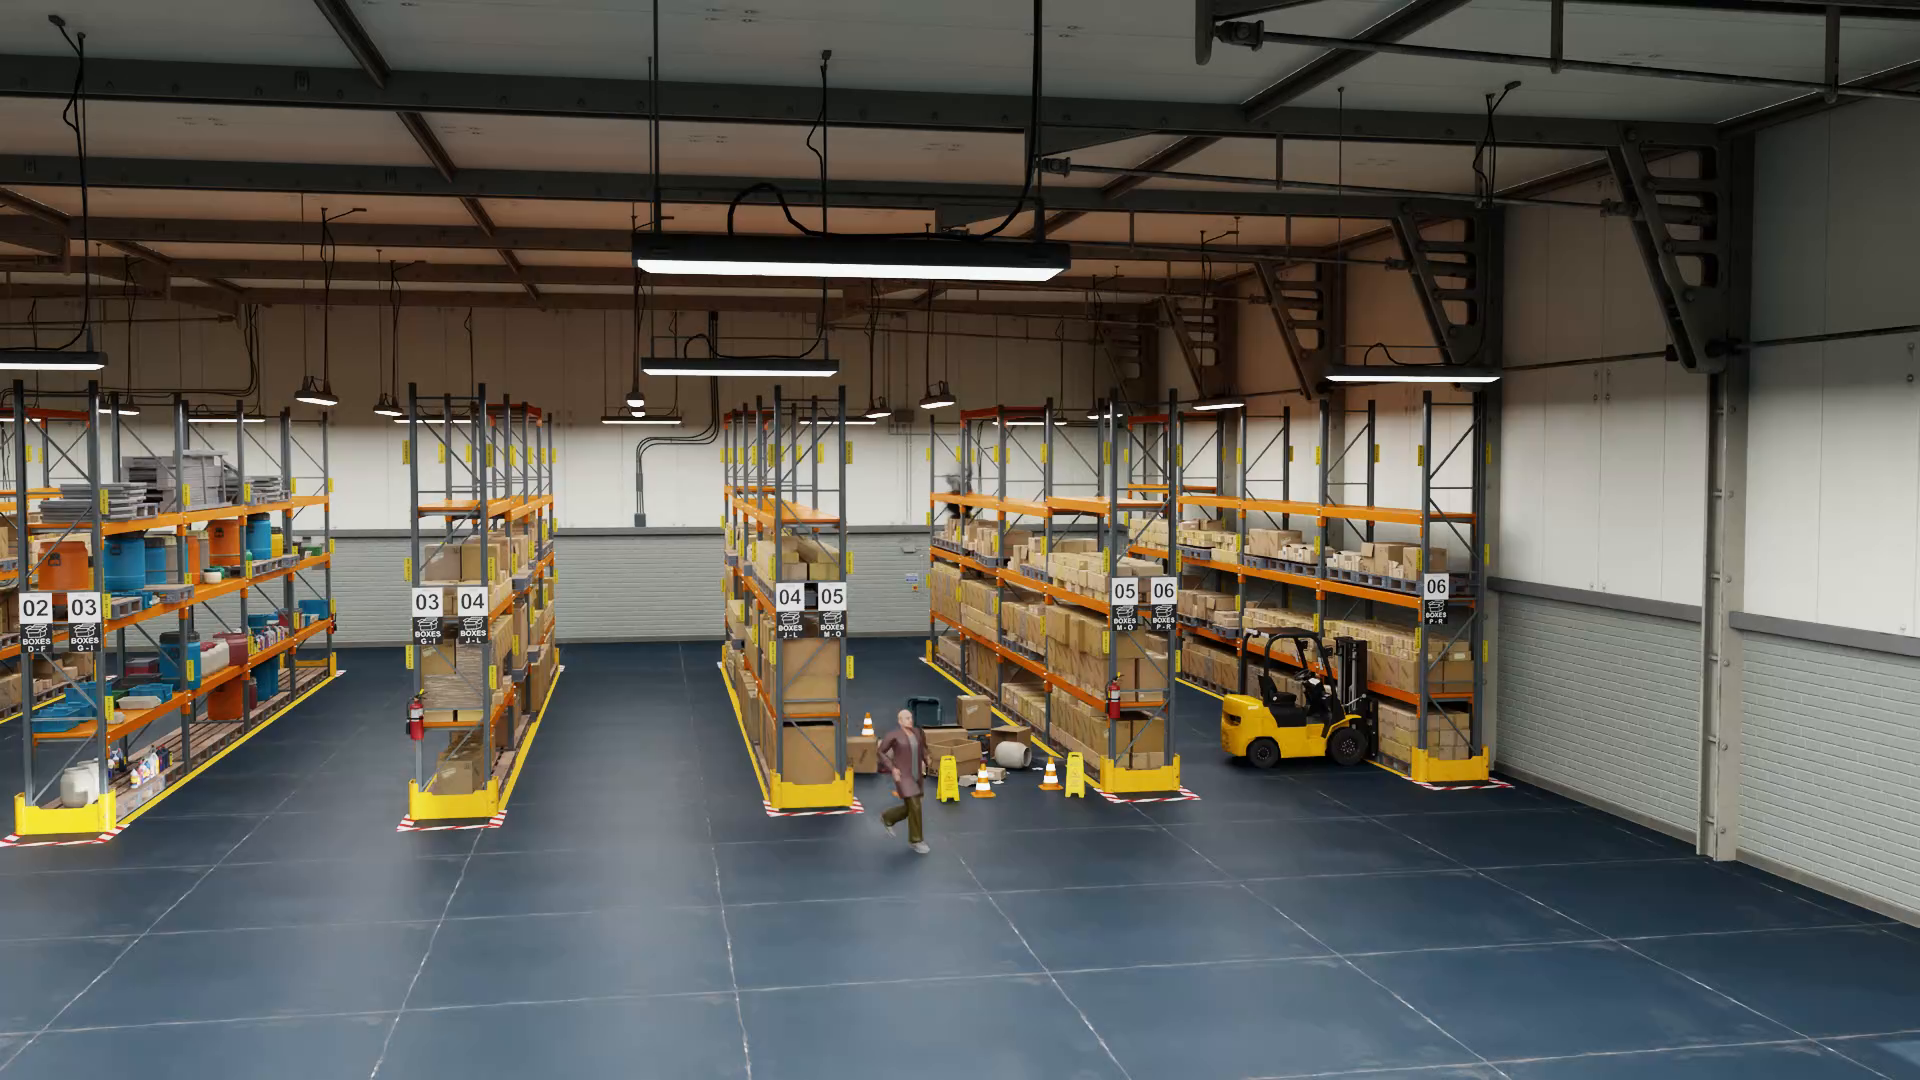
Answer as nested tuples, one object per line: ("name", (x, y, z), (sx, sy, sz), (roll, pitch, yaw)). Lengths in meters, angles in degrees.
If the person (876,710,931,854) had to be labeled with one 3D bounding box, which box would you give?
("person", (-0.696, 3.047, 21.220), (0.923, 1.783, 0.699), (3, 4, 43))
